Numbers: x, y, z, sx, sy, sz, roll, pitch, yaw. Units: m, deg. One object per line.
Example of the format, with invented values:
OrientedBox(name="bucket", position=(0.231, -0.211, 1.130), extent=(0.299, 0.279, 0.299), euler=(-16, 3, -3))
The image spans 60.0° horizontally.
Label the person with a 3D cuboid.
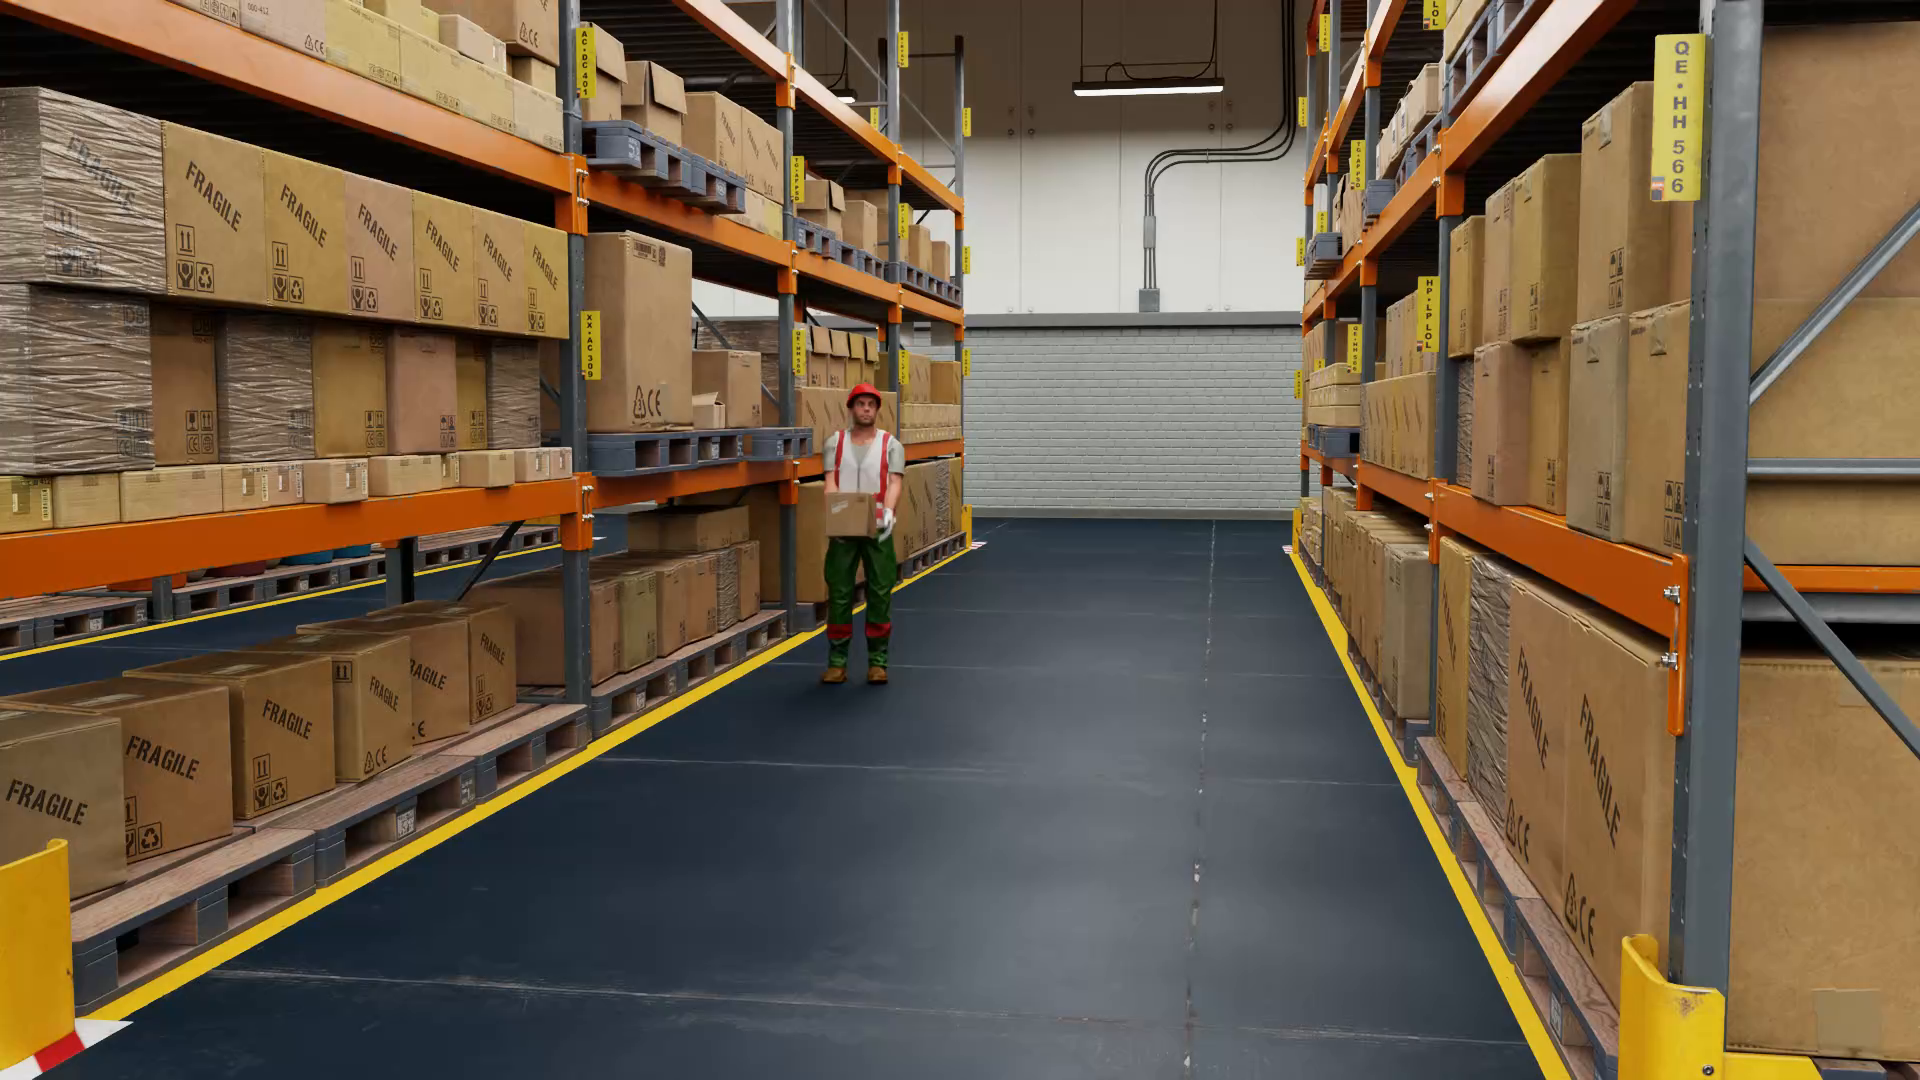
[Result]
OrientedBox(name="person", position=(-0.581, -0.050, 9.939), extent=(0.576, 1.796, 0.498), euler=(-3, 5, -34))
